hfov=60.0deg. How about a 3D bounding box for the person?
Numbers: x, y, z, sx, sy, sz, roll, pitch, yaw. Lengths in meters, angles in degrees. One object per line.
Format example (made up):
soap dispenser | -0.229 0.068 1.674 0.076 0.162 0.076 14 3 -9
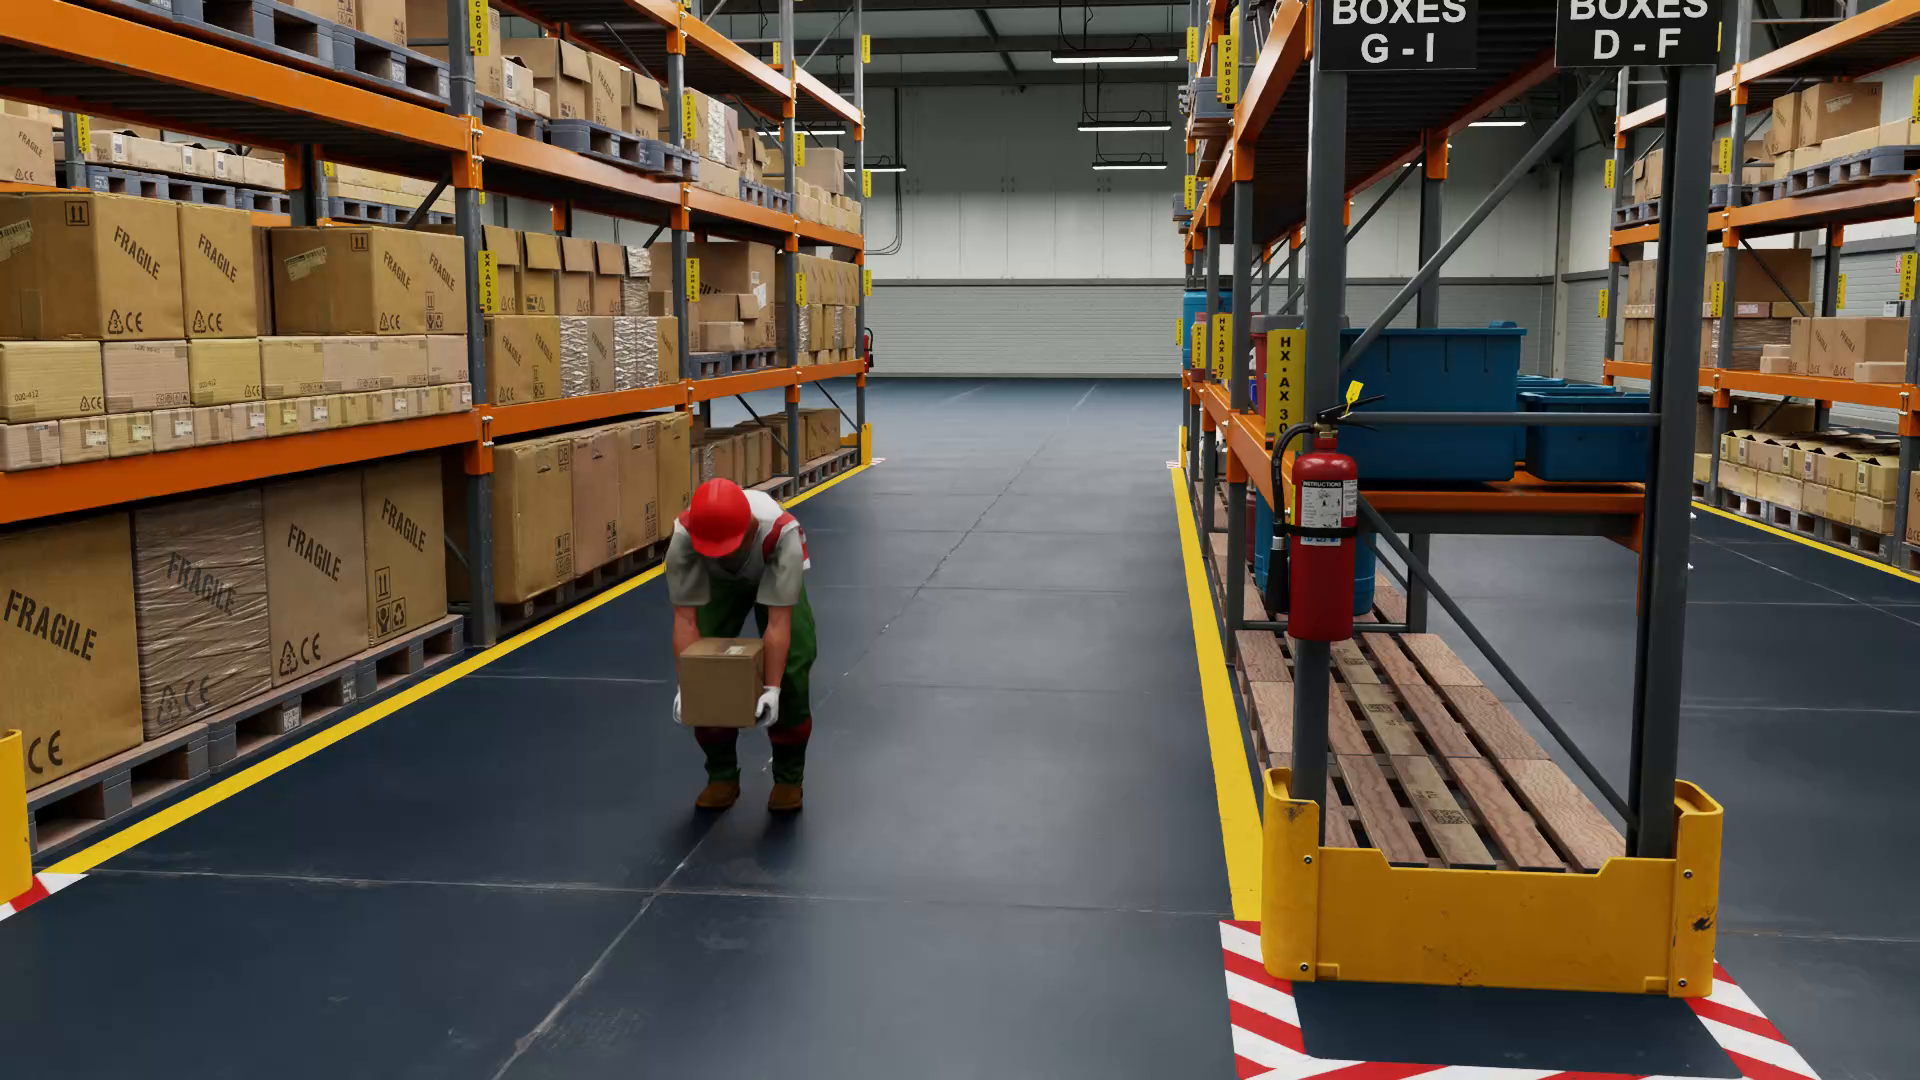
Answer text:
person | -0.778 0.374 5.869 0.507 1.258 0.927 1 8 4
